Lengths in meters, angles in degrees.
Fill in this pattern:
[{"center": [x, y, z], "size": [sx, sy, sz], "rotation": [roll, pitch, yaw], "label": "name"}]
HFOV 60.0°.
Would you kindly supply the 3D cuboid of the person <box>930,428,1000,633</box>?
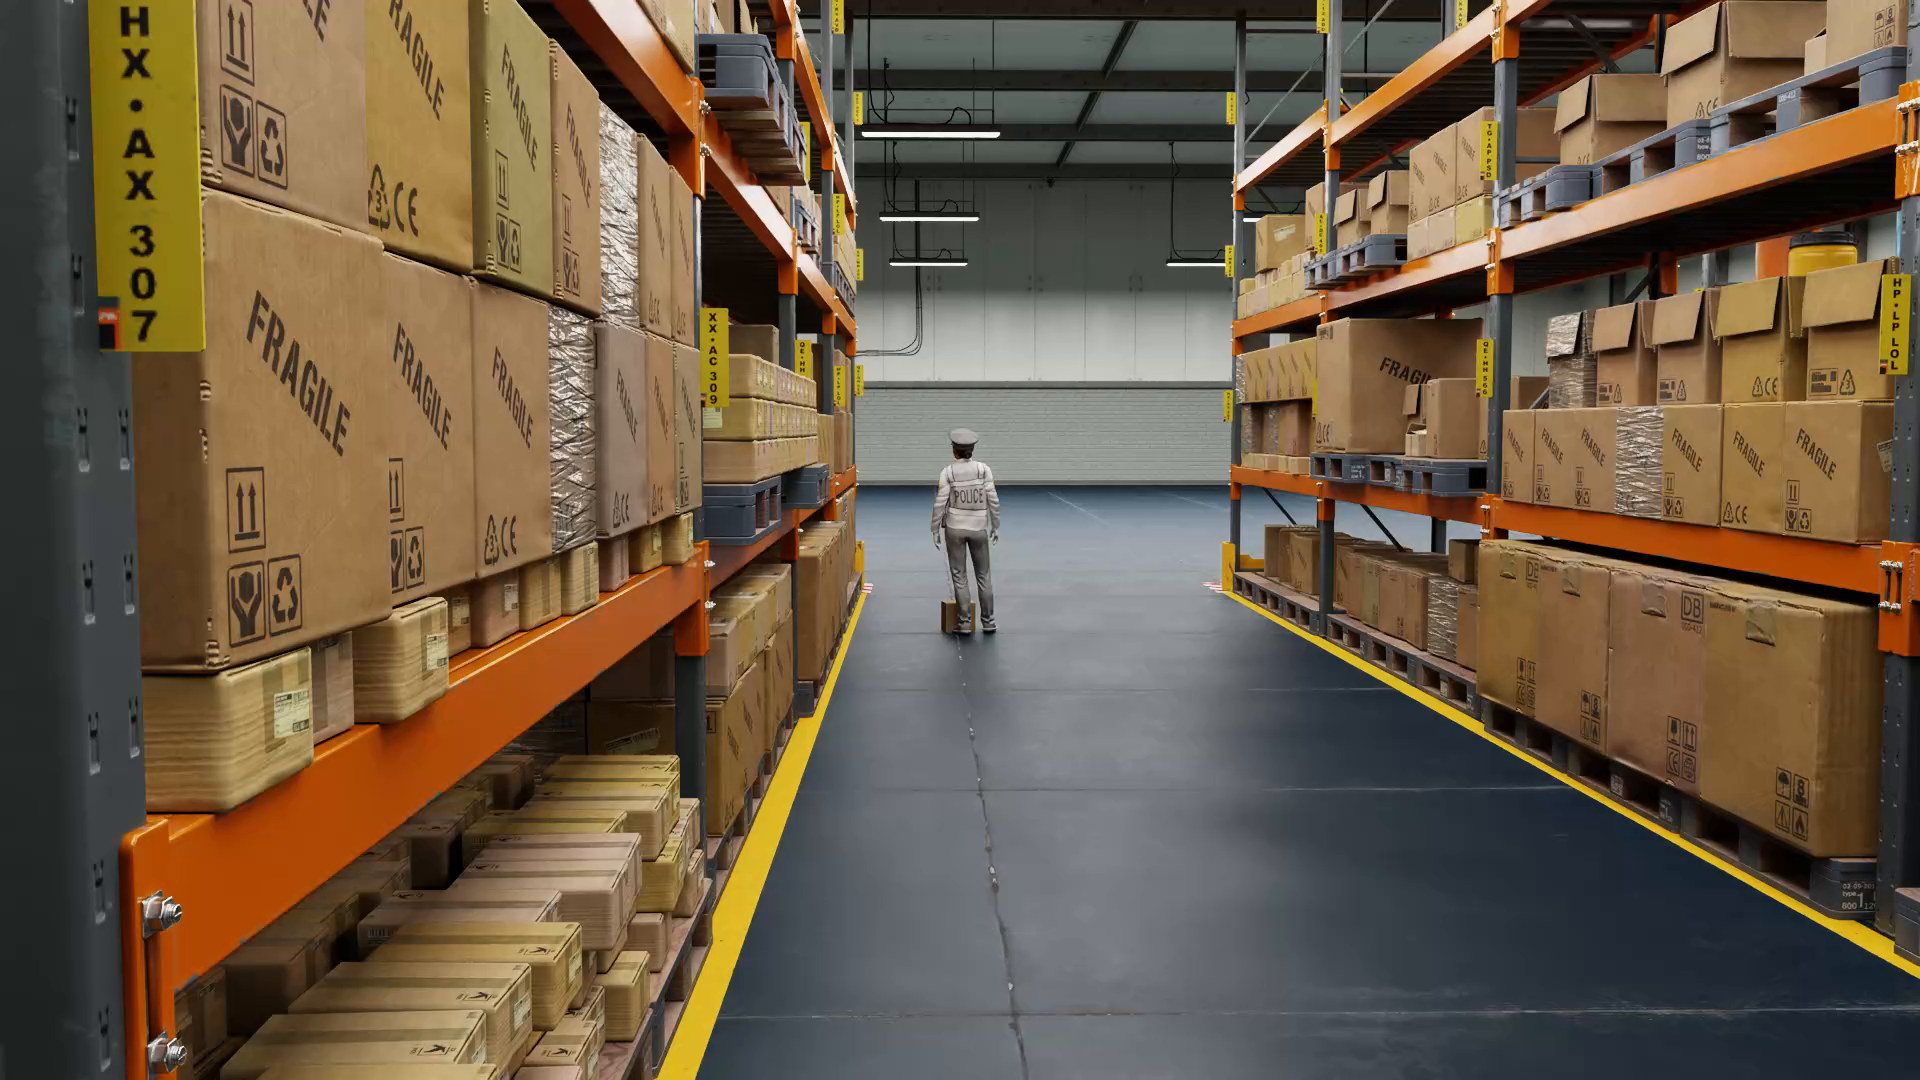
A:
[{"center": [0.043, -0.074, 13.714], "size": [0.587, 1.694, 0.529], "rotation": [-1, 4, -8], "label": "person"}]
